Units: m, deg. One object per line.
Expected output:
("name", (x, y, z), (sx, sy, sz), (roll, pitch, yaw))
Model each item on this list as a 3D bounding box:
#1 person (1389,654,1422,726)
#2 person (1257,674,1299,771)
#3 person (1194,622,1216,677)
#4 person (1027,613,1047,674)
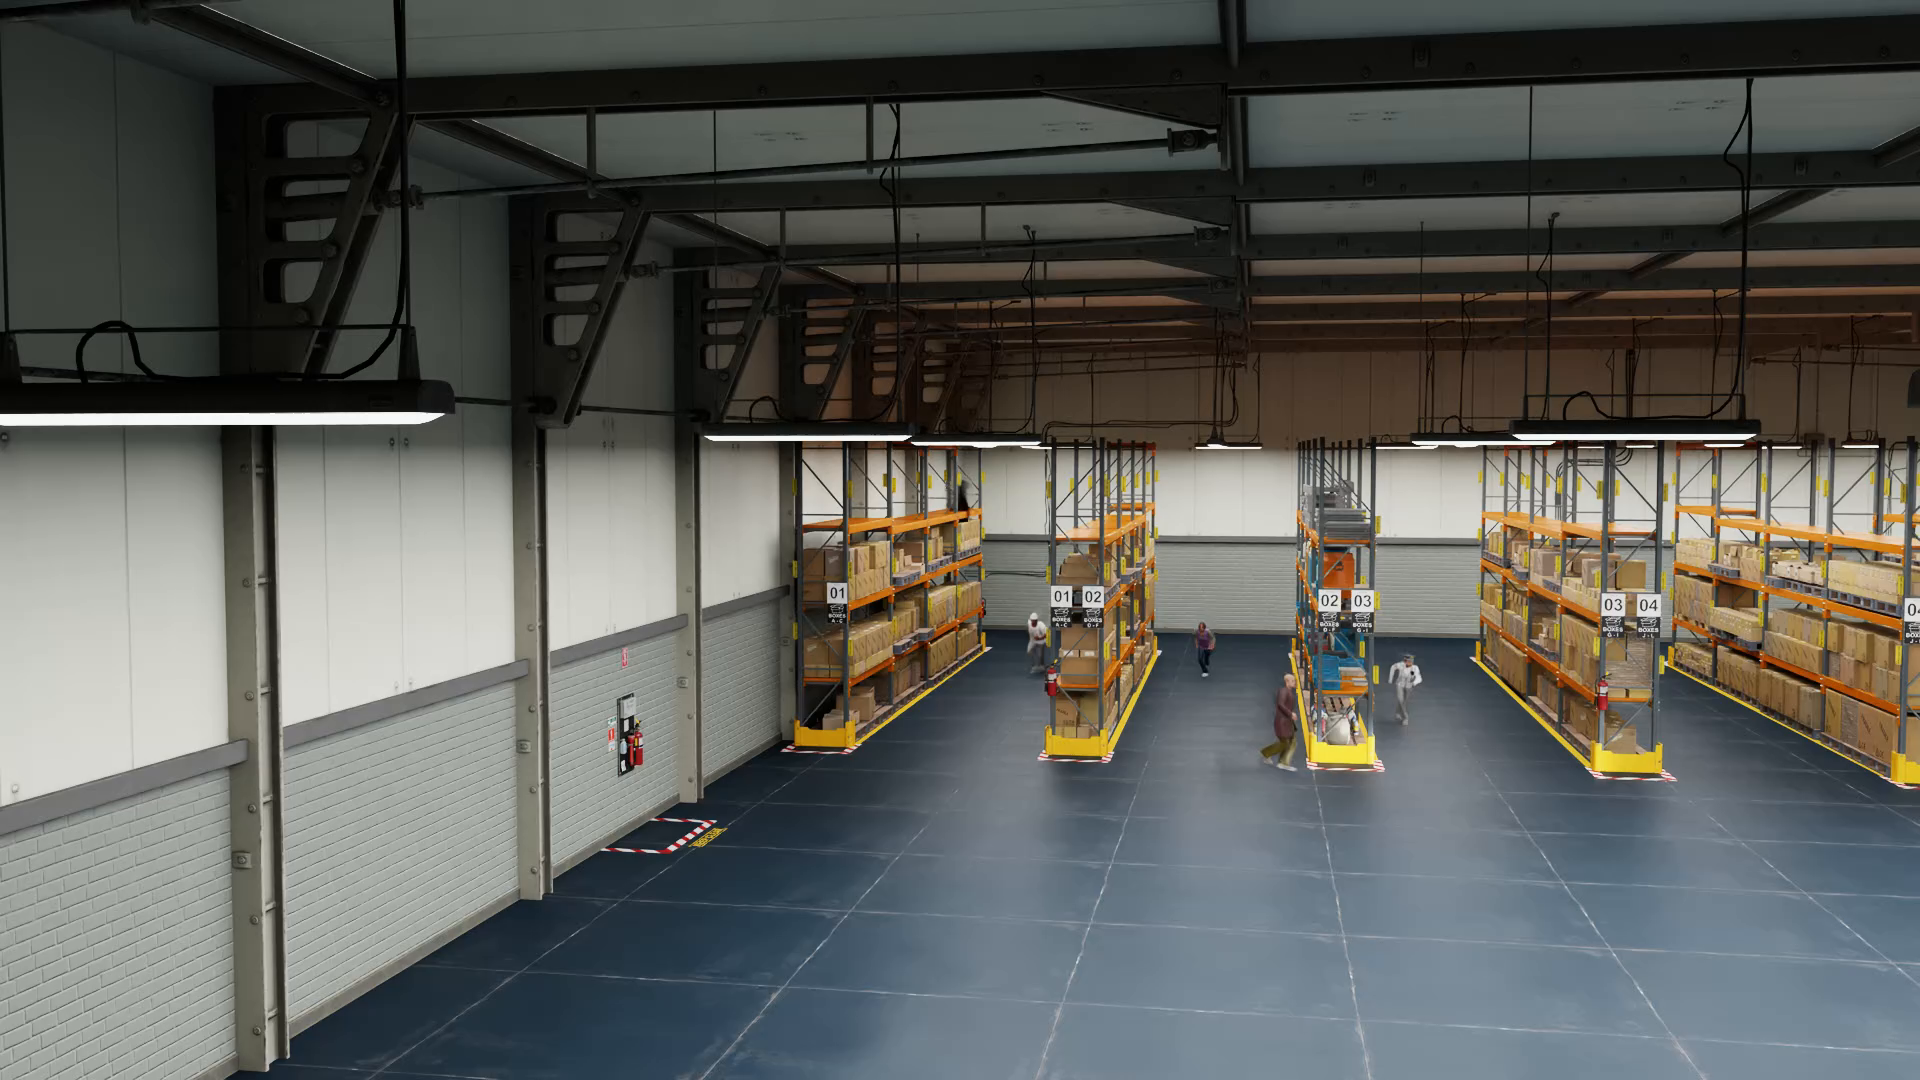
("person", (9.361, 3.108, 34.987), (0.623, 1.491, 1.032), (0, 3, 6))
("person", (5.733, 3.279, 29.954), (0.747, 1.744, 0.696), (1, 3, 26))
("person", (6.260, 2.775, 42.339), (0.551, 1.423, 0.853), (1, 3, 22))
("person", (2.011, 2.634, 42.912), (0.709, 1.586, 1.105), (1, 3, 24))
